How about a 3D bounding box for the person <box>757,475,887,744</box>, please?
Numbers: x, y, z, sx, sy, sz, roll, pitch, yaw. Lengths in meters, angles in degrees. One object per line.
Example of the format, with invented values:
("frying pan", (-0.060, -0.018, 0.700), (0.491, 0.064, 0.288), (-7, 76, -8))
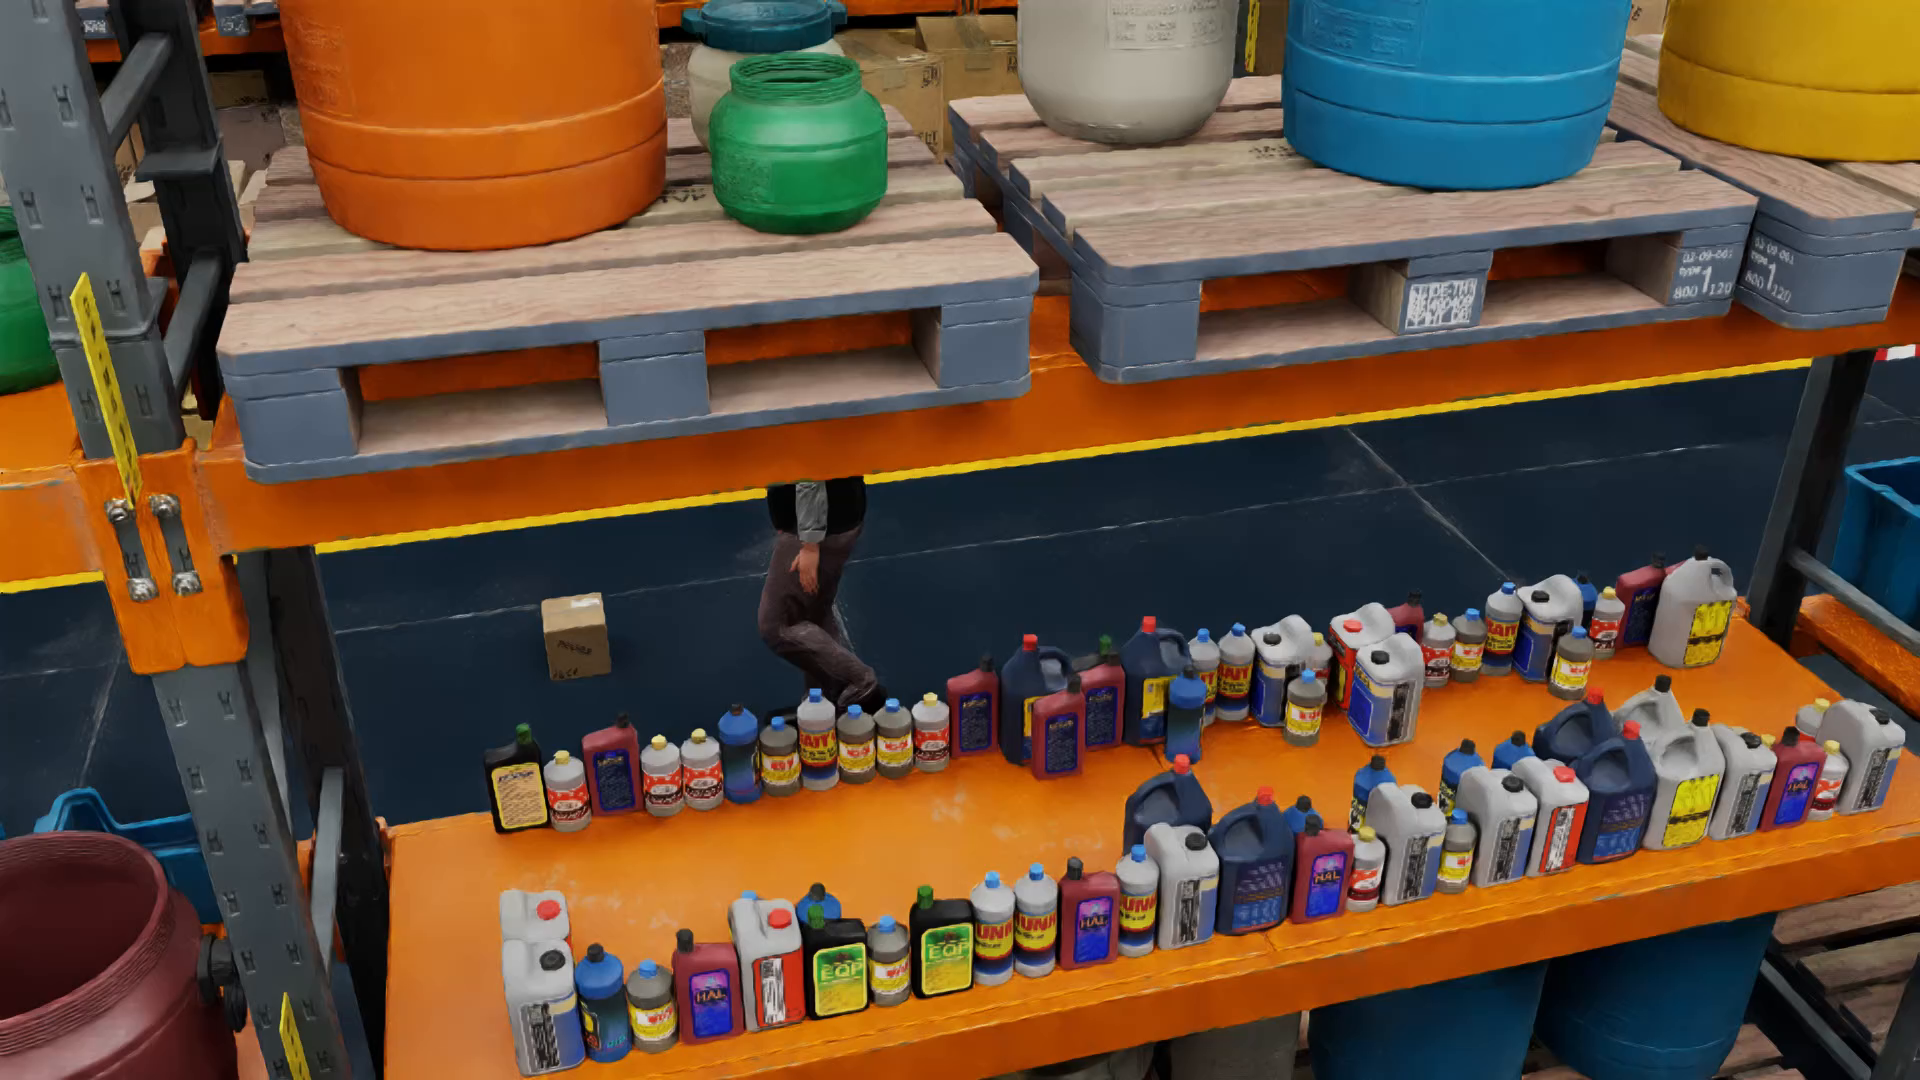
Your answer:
("person", (-0.511, -0.052, 6.233), (0.502, 1.699, 0.629), (2, 30, 4))
